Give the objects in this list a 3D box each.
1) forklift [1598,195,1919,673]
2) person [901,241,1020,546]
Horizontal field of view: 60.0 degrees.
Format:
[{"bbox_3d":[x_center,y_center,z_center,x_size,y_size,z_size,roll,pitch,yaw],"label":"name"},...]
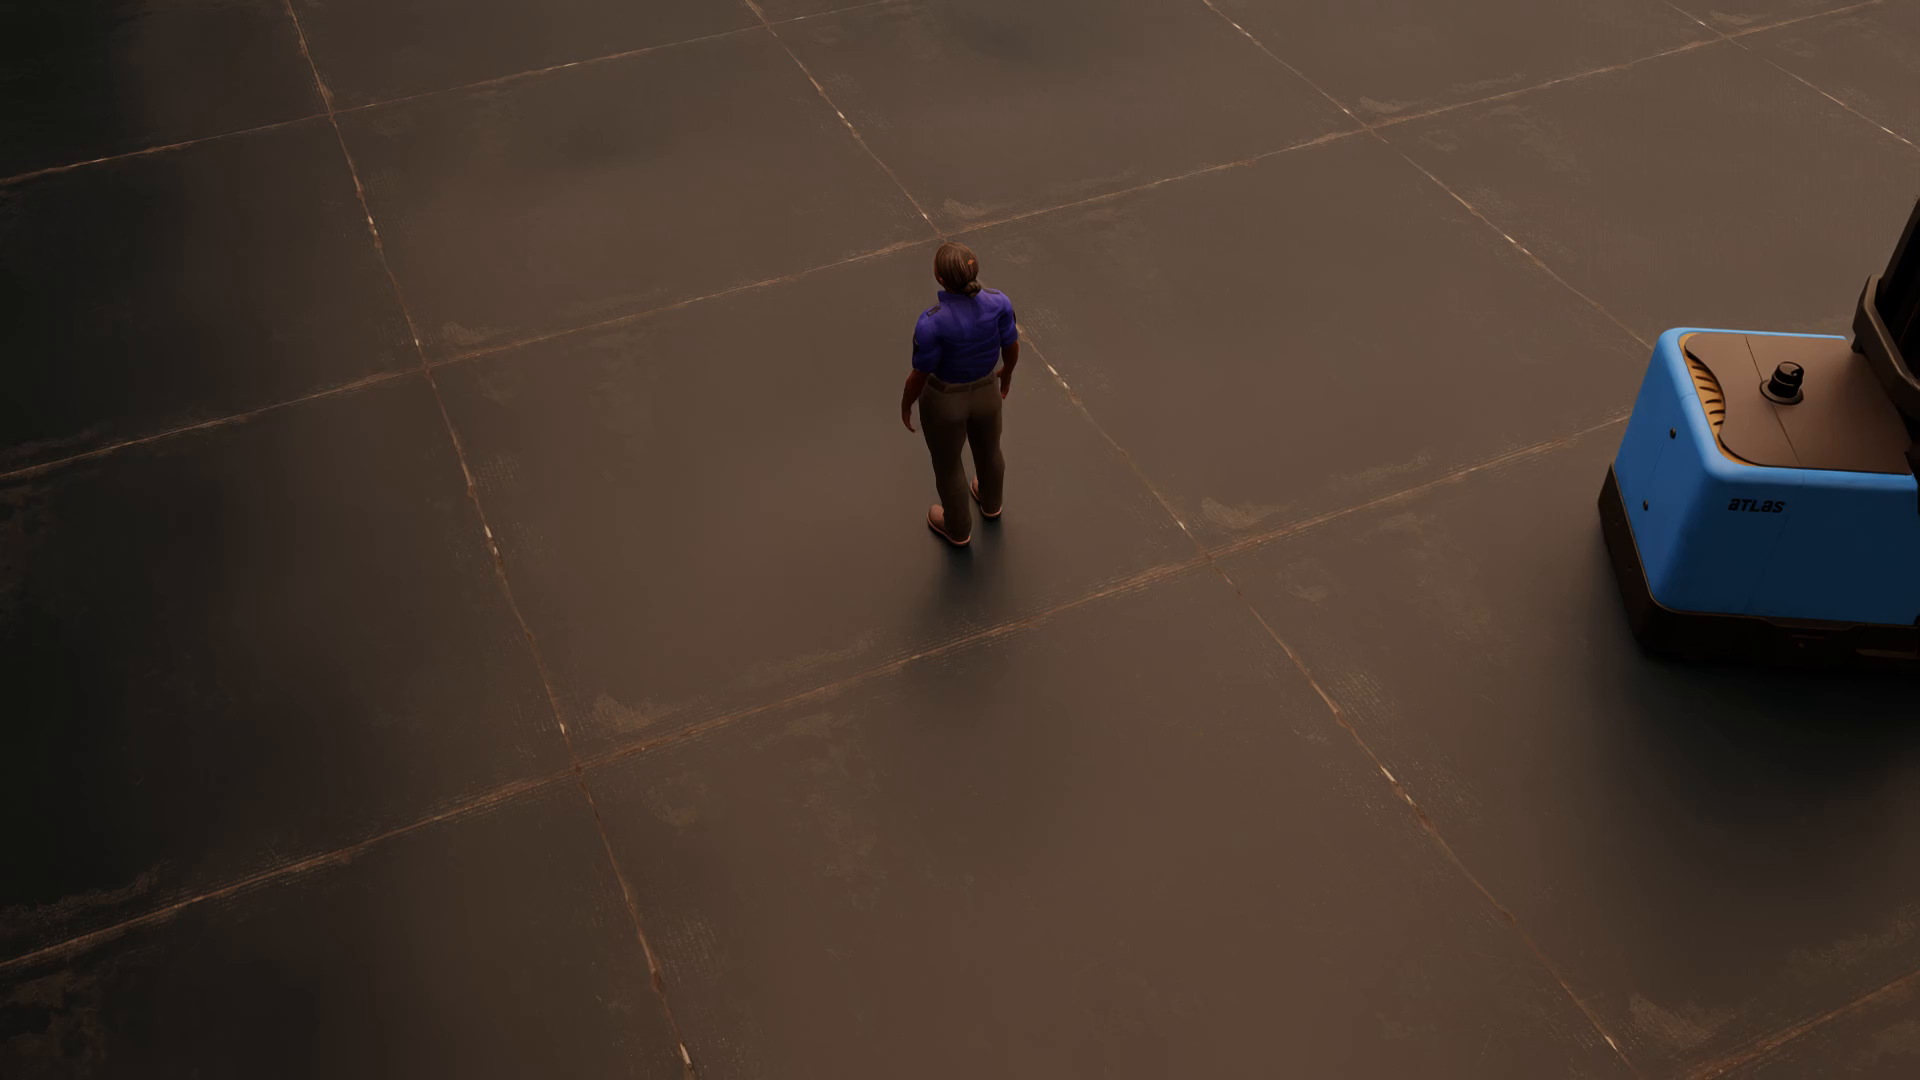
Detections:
[{"bbox_3d":[4.500,-0.804,6.541,3.031,2.935,1.130,4,43,4],"label":"forklift"},{"bbox_3d":[-0.018,-0.670,7.323,0.569,1.654,0.504,-18,46,-18],"label":"person"}]
